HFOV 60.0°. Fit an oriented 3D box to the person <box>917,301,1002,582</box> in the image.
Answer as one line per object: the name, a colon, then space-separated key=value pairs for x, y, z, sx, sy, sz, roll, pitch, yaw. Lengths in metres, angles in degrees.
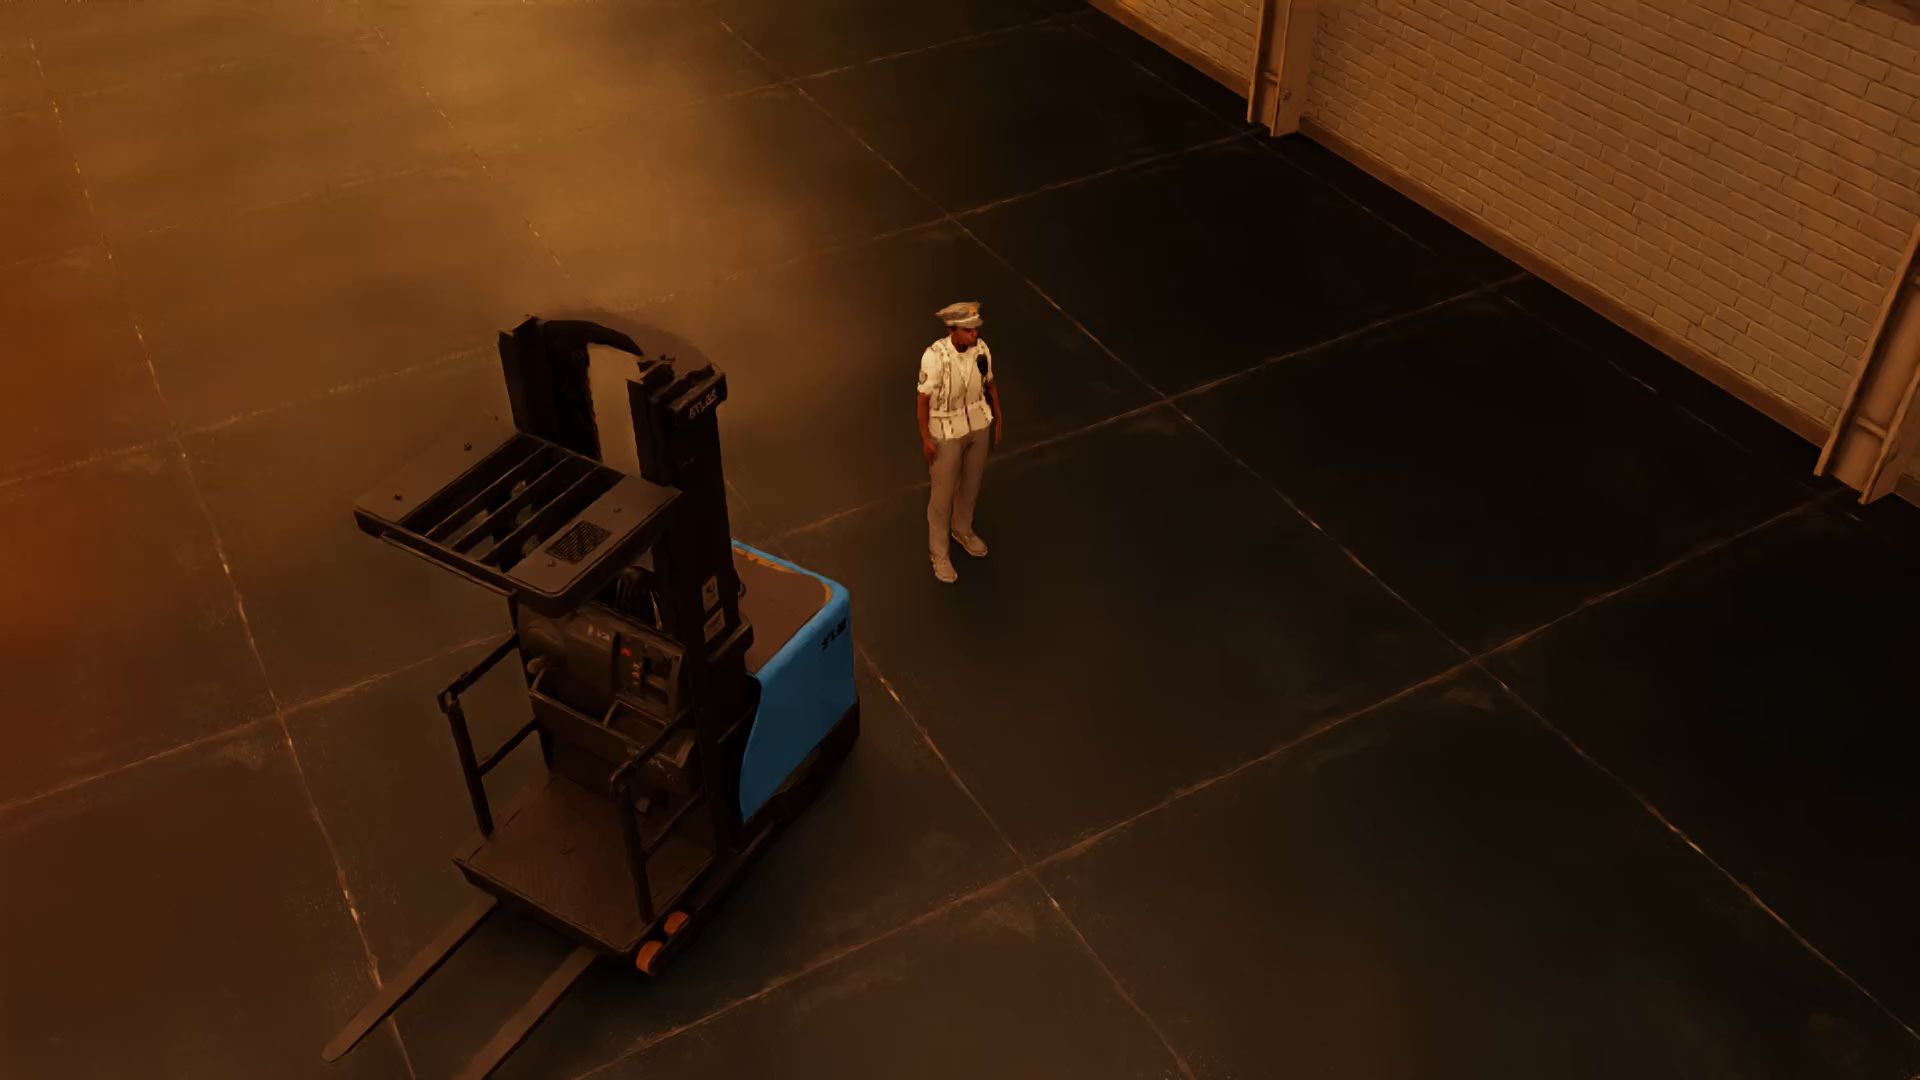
person: x=0.021 y=-0.609 z=9.729 sx=0.570 sy=1.693 sz=0.529 roll=-20 pitch=44 yaw=-23

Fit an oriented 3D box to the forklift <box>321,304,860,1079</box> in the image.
forklift: x=-1.730 y=0.581 z=7.336 sx=1.130 sy=2.935 sz=3.031 roll=21 pitch=44 yaw=23
